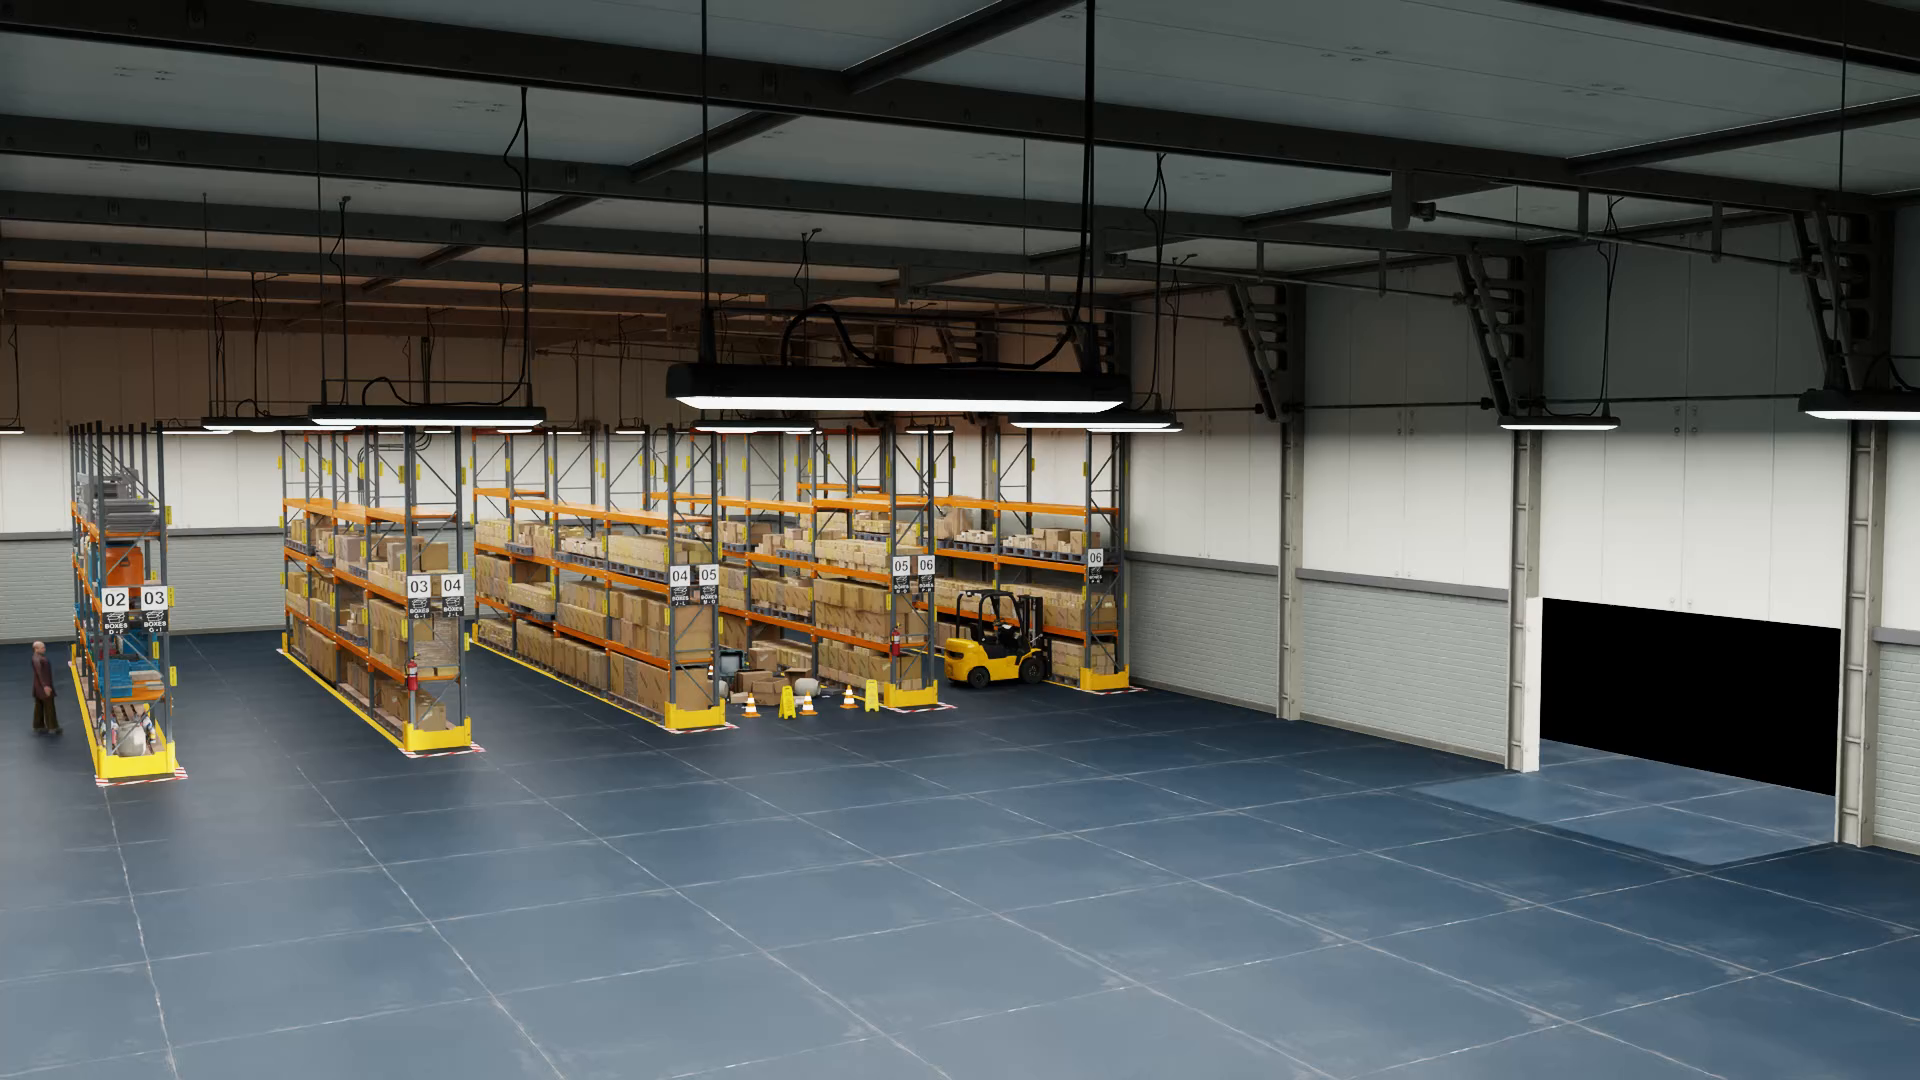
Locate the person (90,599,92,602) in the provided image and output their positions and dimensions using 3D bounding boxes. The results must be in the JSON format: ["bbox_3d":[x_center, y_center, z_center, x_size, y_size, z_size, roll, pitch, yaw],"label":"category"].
[{"bbox_3d":[-23.178,2.133,44.772,0.467,1.702,0.513,2,4,34],"label":"person"}]

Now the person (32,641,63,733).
[{"bbox_3d":[-17.663,2.839,32.144,0.513,1.770,0.636,-3,5,-44],"label":"person"}]
